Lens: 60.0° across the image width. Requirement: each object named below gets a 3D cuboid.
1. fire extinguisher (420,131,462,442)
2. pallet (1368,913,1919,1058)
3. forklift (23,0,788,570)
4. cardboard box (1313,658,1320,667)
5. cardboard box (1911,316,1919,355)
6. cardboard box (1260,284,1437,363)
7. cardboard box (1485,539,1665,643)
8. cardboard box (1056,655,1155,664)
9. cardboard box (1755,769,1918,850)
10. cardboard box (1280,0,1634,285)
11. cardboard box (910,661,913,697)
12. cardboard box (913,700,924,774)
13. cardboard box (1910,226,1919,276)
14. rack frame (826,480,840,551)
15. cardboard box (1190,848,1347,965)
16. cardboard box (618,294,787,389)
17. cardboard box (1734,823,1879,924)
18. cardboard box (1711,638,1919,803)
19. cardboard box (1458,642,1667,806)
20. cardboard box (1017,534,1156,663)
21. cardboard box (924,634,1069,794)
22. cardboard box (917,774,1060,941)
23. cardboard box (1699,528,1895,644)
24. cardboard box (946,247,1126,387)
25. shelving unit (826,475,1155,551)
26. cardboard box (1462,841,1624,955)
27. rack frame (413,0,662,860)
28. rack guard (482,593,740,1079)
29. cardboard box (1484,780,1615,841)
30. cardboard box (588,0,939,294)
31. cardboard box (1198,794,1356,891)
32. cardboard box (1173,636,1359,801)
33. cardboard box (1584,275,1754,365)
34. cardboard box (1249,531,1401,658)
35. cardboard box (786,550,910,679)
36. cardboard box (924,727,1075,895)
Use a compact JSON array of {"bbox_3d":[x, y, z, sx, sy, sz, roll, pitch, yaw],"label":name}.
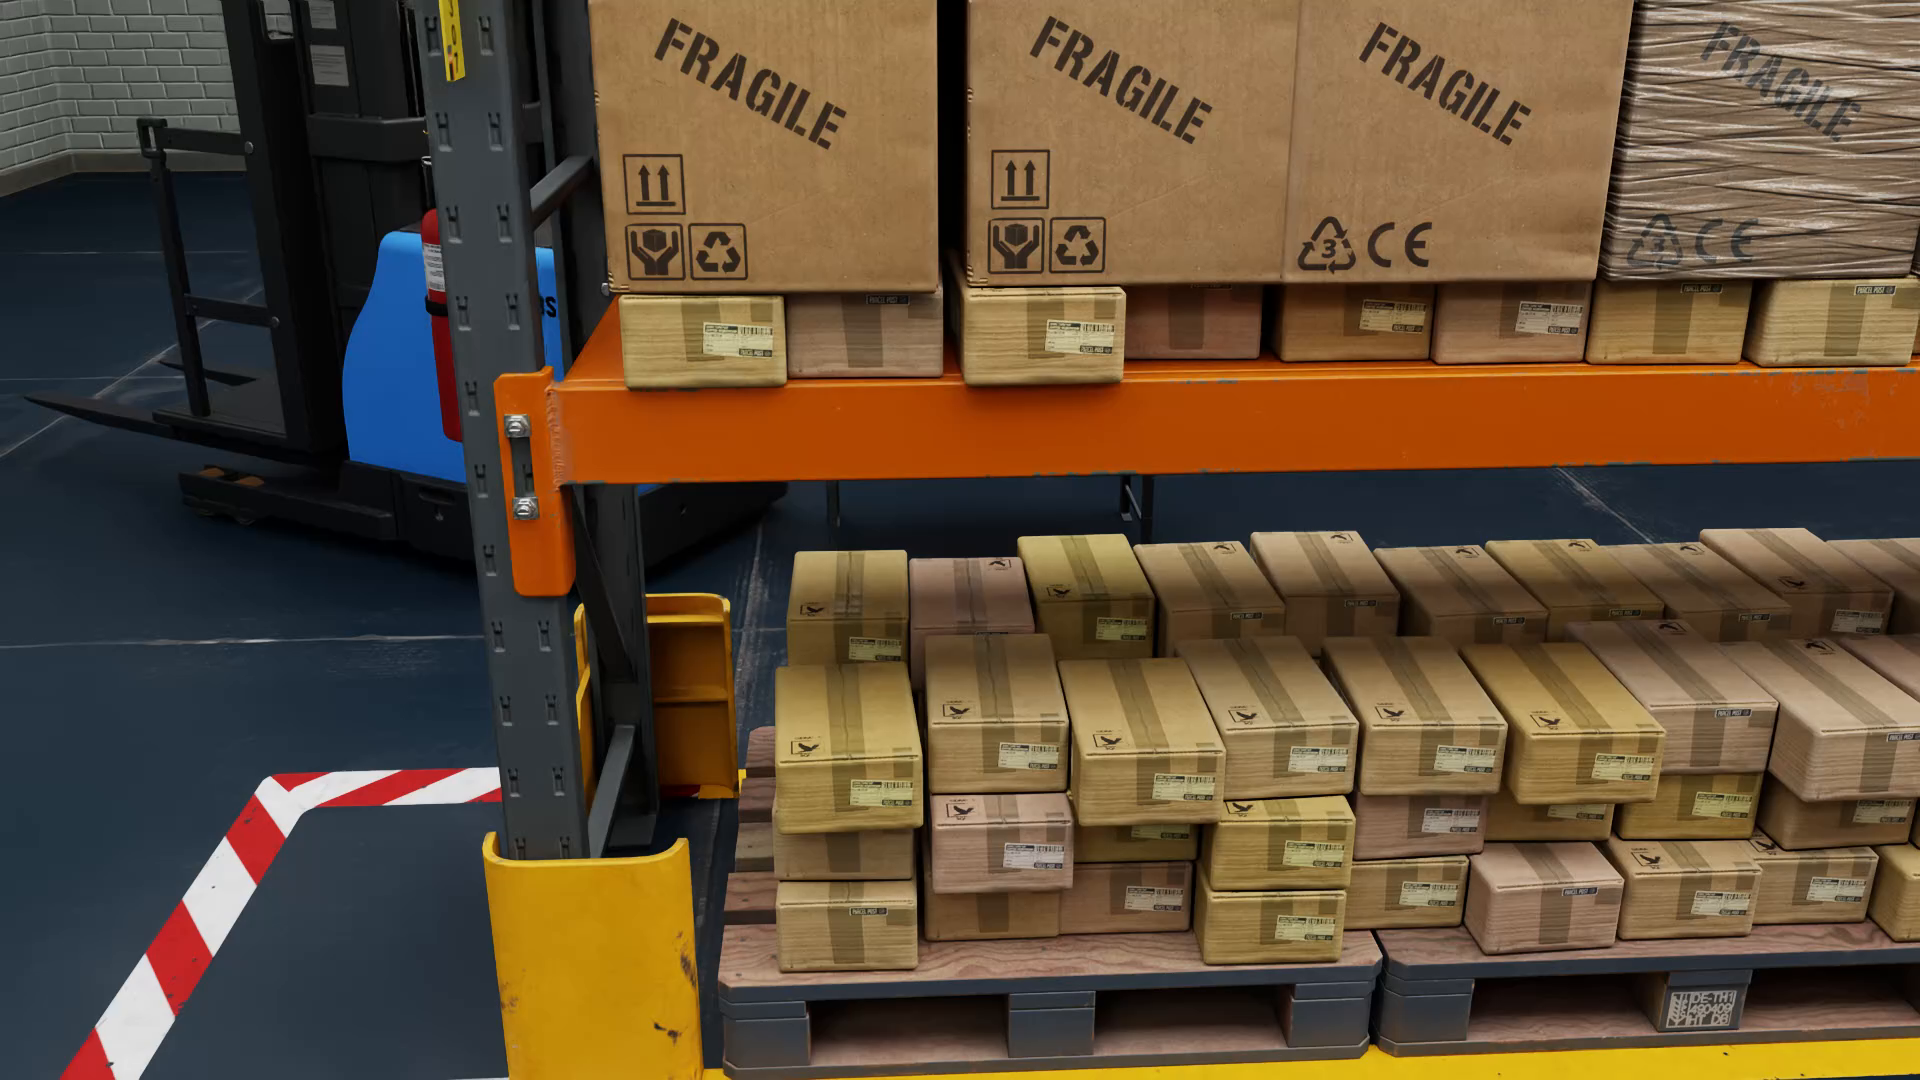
[{"bbox_3d":[-1.027,-0.547,3.474,0.183,0.674,0.296,-1,21,-3],"label":"fire extinguisher"},{"bbox_3d":[1.355,0.676,3.550,1.213,0.211,1.003,-1,21,-3],"label":"pallet"},{"bbox_3d":[-2.152,-1.575,5.637,3.031,2.935,1.130,11,23,26],"label":"forklift"},{"bbox_3d":[0.796,0.260,3.720,0.250,0.149,0.380,-1,21,-2],"label":"cardboard box"},{"bbox_3d":[1.666,-0.446,2.931,0.250,0.149,0.380,-1,21,-4],"label":"cardboard box"},{"bbox_3d":[0.639,-0.428,2.883,0.250,0.149,0.380,-1,21,-4],"label":"cardboard box"},{"bbox_3d":[1.327,0.134,3.633,0.250,0.149,0.380,-1,21,-3],"label":"cardboard box"},{"bbox_3d":[0.280,0.275,3.681,0.250,0.149,0.380,-2,21,-5],"label":"cardboard box"},{"bbox_3d":[1.634,0.439,3.251,0.250,0.149,0.380,-2,21,-6],"label":"cardboard box"},{"bbox_3d":[0.737,-0.721,2.739,0.500,0.500,0.500,-1,21,-2],"label":"cardboard box"},{"bbox_3d":[-0.239,0.286,3.651,0.250,0.149,0.380,-2,21,-5],"label":"cardboard box"},{"bbox_3d":[0.015,0.412,3.741,0.250,0.149,0.380,-1,21,-1],"label":"cardboard box"},{"bbox_3d":[1.762,-0.736,2.779,0.500,0.500,0.500,-1,21,-3],"label":"cardboard box"},{"bbox_3d":[-0.422,-0.692,5.332,0.032,1.500,0.500,-1,21,-3],"label":"rack frame"},{"bbox_3d":[0.558,0.633,3.160,0.250,0.149,0.380,-1,21,-2],"label":"cardboard box"},{"bbox_3d":[-0.407,-0.371,2.733,0.250,0.149,0.380,-1,21,-3],"label":"cardboard box"},{"bbox_3d":[1.574,0.588,3.278,0.250,0.149,0.380,-1,21,-2],"label":"cardboard box"},{"bbox_3d":[1.606,0.331,3.117,0.250,0.149,0.380,-2,21,-5],"label":"cardboard box"},{"bbox_3d":[1.106,0.336,3.104,0.250,0.149,0.380,-1,21,-2],"label":"cardboard box"},{"bbox_3d":[0.270,0.124,3.661,0.250,0.149,0.380,-2,21,-4],"label":"cardboard box"},{"bbox_3d":[0.062,0.321,3.142,0.250,0.149,0.380,-1,21,-2],"label":"cardboard box"},{"bbox_3d":[0.049,0.606,3.229,0.250,0.149,0.380,-1,21,-3],"label":"cardboard box"},{"bbox_3d":[1.842,0.108,3.701,0.250,0.149,0.380,-1,21,-2],"label":"cardboard box"},{"bbox_3d":[0.116,-0.378,2.750,0.250,0.149,0.380,-2,21,-5],"label":"cardboard box"},{"bbox_3d":[0.085,-0.703,5.359,1.048,1.500,0.538,-1,21,-3],"label":"shelving unit"},{"bbox_3d":[1.061,0.619,3.195,0.250,0.149,0.380,-2,21,-6],"label":"cardboard box"},{"bbox_3d":[-0.749,-0.598,2.977,0.127,3.000,1.000,-1,21,-3],"label":"rack frame"},{"bbox_3d":[-0.673,0.568,3.426,0.348,0.500,1.175,-1,21,-3],"label":"rack guard"},{"bbox_3d":[1.095,0.431,3.271,0.250,0.149,0.380,0,21,0],"label":"cardboard box"},{"bbox_3d":[-0.285,-0.695,2.673,0.500,0.500,0.500,0,21,0],"label":"cardboard box"},{"bbox_3d":[0.567,0.491,3.115,0.250,0.149,0.380,-1,21,-1],"label":"cardboard box"},{"bbox_3d":[0.563,0.327,3.126,0.250,0.149,0.380,-2,21,-6],"label":"cardboard box"},{"bbox_3d":[1.147,-0.421,2.864,0.250,0.149,0.380,0,21,-1],"label":"cardboard box"},{"bbox_3d":[0.797,0.116,3.682,0.250,0.149,0.380,0,21,-1],"label":"cardboard box"},{"bbox_3d":[-0.235,0.159,3.569,0.250,0.149,0.380,-1,21,-2],"label":"cardboard box"},{"bbox_3d":[0.065,0.494,3.107,0.250,0.149,0.380,-1,21,-3],"label":"cardboard box"}]
